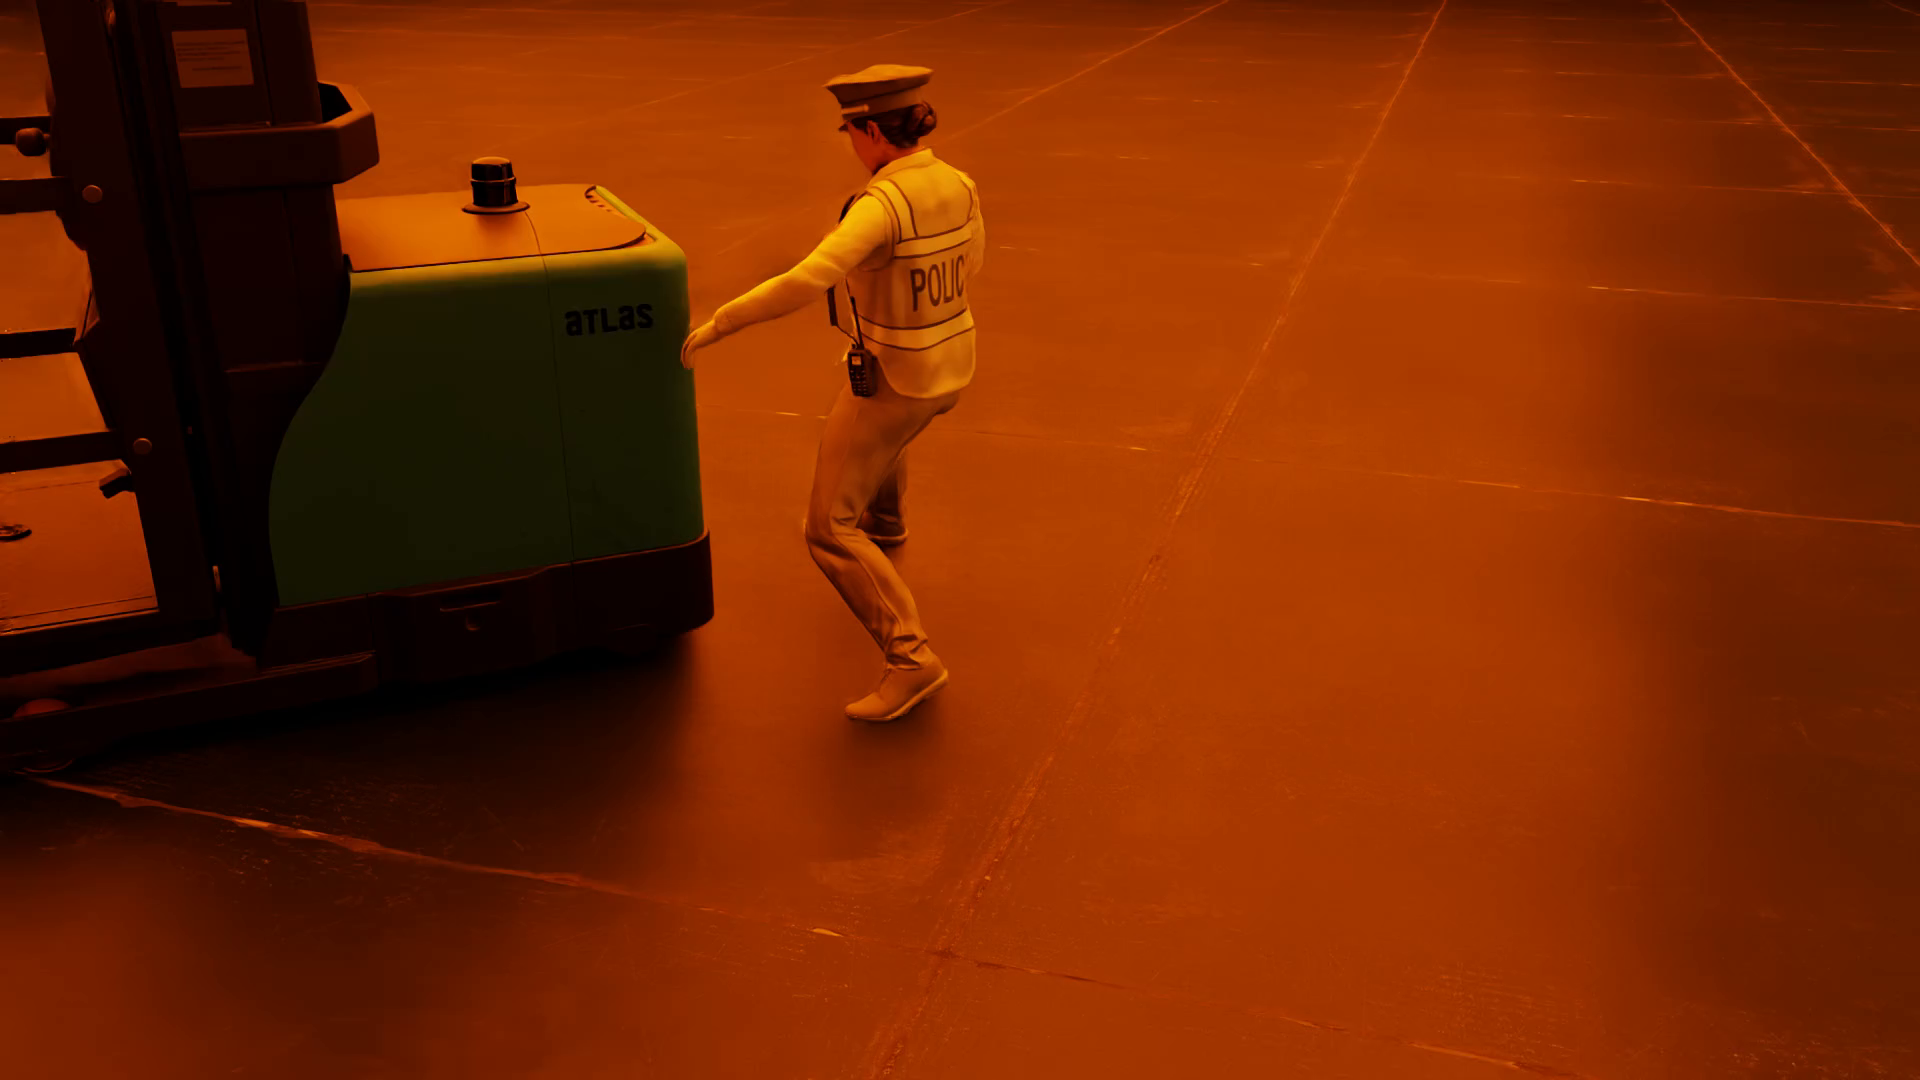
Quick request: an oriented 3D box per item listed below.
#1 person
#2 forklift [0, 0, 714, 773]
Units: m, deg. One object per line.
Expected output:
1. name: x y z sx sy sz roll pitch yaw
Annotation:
1. person: -0.257 -0.459 4.337 0.923 1.518 0.997 14 26 31
2. forklift: -2.222 -1.019 3.748 3.031 2.935 1.130 -9 24 -22
